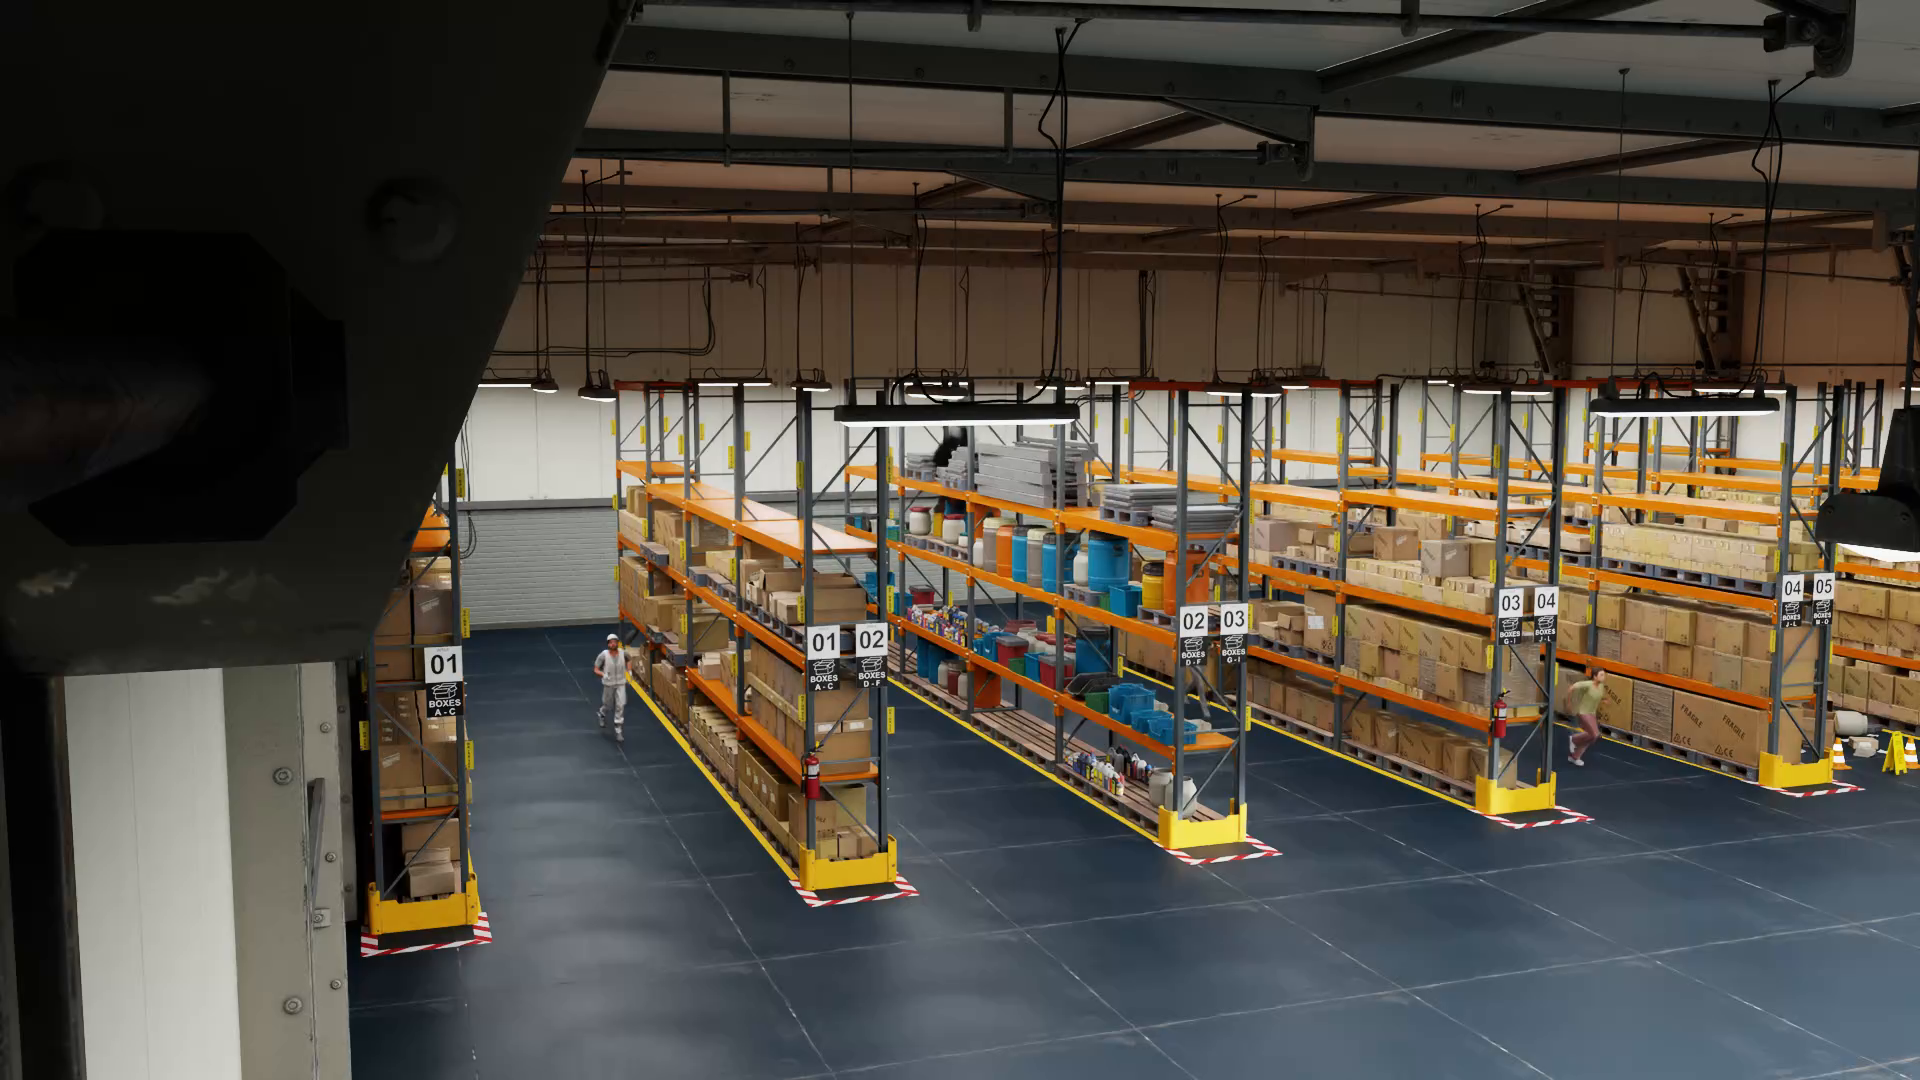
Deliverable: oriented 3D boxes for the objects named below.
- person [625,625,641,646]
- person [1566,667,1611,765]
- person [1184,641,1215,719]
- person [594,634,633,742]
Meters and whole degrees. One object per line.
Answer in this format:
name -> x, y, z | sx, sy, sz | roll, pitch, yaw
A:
person -> -6.990, 1.666, 36.353 | 0.798, 1.696, 0.602 | -1, 6, -12
person -> 9.928, 2.775, 26.227 | 0.568, 1.594, 0.672 | -4, 7, -35
person -> 4.203, 2.236, 29.516 | 0.579, 1.697, 1.013 | -3, 7, -25
person -> -5.877, 2.468, 28.224 | 0.667, 1.786, 0.956 | -3, 7, -23
